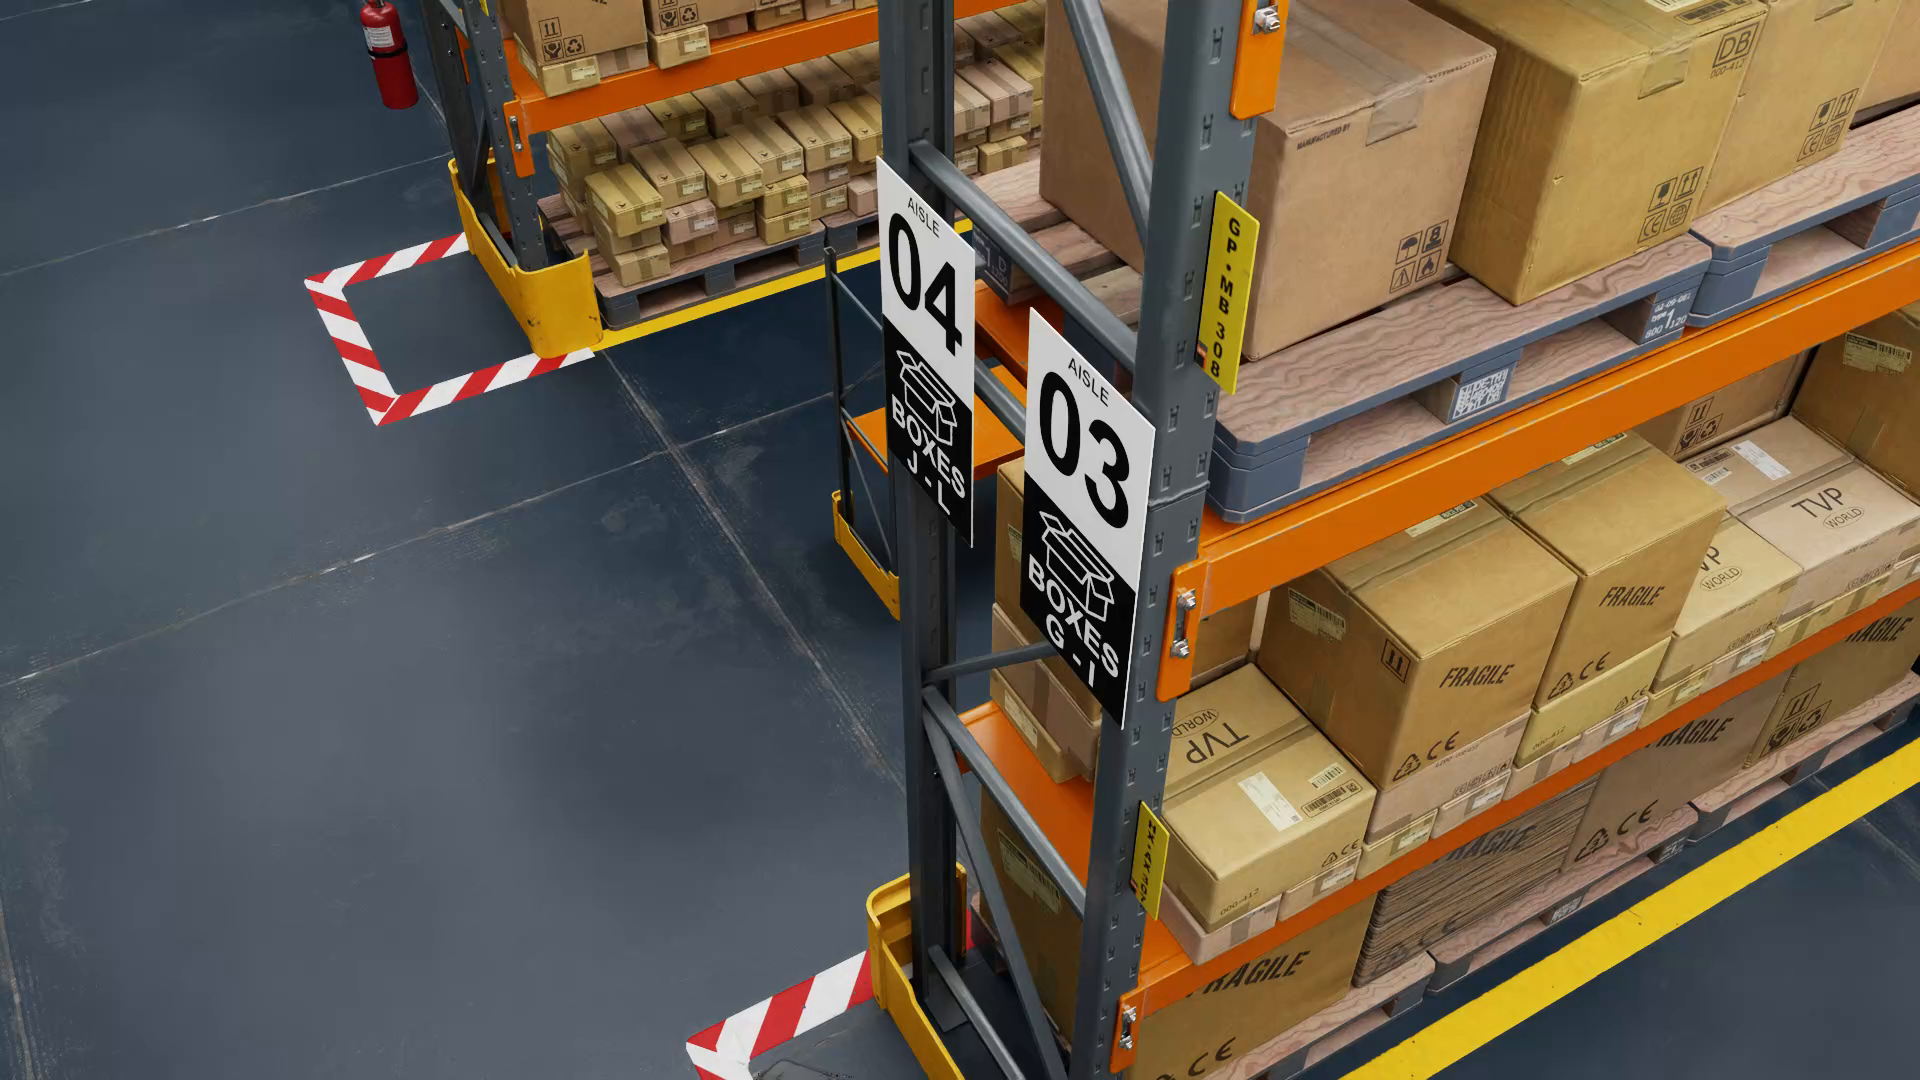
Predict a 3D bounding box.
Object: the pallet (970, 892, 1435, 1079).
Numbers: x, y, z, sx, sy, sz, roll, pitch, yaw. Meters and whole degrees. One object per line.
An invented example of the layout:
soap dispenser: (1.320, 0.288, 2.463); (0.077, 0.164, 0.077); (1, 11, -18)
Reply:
pallet: (0.795, 1.381, 5.605); (1.213, 0.211, 1.003); (-22, 48, -21)

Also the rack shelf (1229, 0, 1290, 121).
rack shelf: (1.875, -1.740, 3.315); (4.000, 0.370, 1.077); (-22, 48, -21)

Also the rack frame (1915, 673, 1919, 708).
rack frame: (3.609, -0.683, 5.730); (0.127, 3.000, 1.000); (-22, 48, -21)

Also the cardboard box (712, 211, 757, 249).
cardboard box: (-1.231, -1.672, 8.494); (0.250, 0.149, 0.380); (-21, 48, -21)

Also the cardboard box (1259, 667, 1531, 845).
cardboard box: (1.139, 0.464, 4.442); (0.500, 0.250, 0.500); (-22, 48, -21)

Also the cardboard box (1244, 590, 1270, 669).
cardboard box: (0.869, 0.148, 4.767); (0.500, 0.250, 0.500); (-23, 49, -22)

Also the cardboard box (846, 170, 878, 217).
cardboard box: (-0.522, -1.875, 8.703); (0.250, 0.149, 0.380); (-24, 49, -23)

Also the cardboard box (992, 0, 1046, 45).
cardboard box: (0.360, -2.883, 9.314); (0.250, 0.149, 0.380); (-22, 48, -21)

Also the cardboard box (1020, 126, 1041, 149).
cardboard box: (0.302, -2.311, 9.152); (0.250, 0.149, 0.380); (-23, 49, -22)

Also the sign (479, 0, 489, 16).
sign: (-1.972, -2.309, 6.783); (0.005, 0.325, 0.100); (-22, 48, -21)

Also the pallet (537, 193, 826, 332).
pallet: (-1.455, -1.612, 8.689); (1.213, 0.211, 1.003); (-22, 48, -21)

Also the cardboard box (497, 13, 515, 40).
cardboard box: (-2.101, -2.519, 7.802); (0.250, 0.149, 0.380); (-22, 48, -21)

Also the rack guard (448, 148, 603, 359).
rack guard: (-2.177, -1.455, 8.320); (0.348, 0.500, 1.175); (-22, 48, -21)

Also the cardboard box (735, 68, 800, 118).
cardboard box: (-1.041, -2.401, 8.818); (0.250, 0.149, 0.380); (-20, 48, -20)

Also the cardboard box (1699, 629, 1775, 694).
cardboard box: (2.172, 0.244, 4.954); (0.250, 0.149, 0.380); (-21, 48, -20)

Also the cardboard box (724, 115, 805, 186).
cardboard box: (-0.984, -1.958, 8.361); (0.250, 0.149, 0.380); (-24, 49, -23)

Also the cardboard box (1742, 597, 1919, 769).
cardboard box: (2.997, 0.109, 6.137); (0.875, 0.875, 0.875); (-22, 48, -21)

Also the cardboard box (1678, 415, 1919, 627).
cardboard box: (2.467, -0.066, 4.988); (0.500, 0.250, 0.500); (-21, 48, -20)

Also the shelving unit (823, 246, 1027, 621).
shelving unit: (0.066, -0.565, 6.684); (1.083, 1.500, 0.587); (-22, 48, -21)

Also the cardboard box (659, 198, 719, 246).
cardboard box: (-1.395, -1.648, 8.255); (0.250, 0.149, 0.380); (-22, 48, -21)

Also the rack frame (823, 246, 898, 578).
rack frame: (-0.367, -0.391, 6.506); (0.032, 1.500, 0.500); (-22, 48, -21)

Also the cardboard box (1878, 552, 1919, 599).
cardboard box: (2.839, -0.022, 5.228); (0.250, 0.149, 0.380); (-21, 48, -20)

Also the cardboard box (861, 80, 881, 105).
cardboard box: (-0.318, -2.257, 8.669); (0.250, 0.149, 0.380); (-22, 48, -21)

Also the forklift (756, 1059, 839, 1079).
forklift: (0.243, 2.185, 2.823); (3.031, 2.935, 1.130); (16, 46, 16)

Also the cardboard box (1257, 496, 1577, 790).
cardboard box: (1.125, 0.206, 4.169); (0.500, 0.500, 0.500); (-23, 49, -22)

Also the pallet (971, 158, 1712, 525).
pallet: (0.778, -0.604, 3.557); (1.213, 0.211, 1.003); (-22, 48, -21)

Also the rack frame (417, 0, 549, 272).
rack frame: (-2.243, -2.326, 7.422); (0.127, 3.000, 1.000); (-22, 48, -21)

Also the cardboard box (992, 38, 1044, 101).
cardboard box: (0.369, -2.528, 8.948); (0.250, 0.149, 0.380); (-20, 48, -20)

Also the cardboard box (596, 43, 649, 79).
cardboard box: (-1.599, -2.263, 7.538); (0.250, 0.149, 0.380); (-20, 48, -20)

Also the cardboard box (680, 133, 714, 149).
cardboard box: (-1.478, -2.097, 8.718); (0.250, 0.149, 0.380); (-24, 49, -23)

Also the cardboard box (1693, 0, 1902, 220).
cardboard box: (1.537, -1.138, 3.599); (0.500, 0.500, 0.700); (-25, 49, -24)

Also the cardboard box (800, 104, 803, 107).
cardboard box: (-0.804, -2.362, 8.991); (0.250, 0.149, 0.380); (-20, 47, -19)

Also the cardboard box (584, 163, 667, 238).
cardboard box: (-1.619, -1.643, 8.037); (0.250, 0.149, 0.380); (-24, 49, -23)

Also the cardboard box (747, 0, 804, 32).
cardboard box: (-0.935, -2.576, 7.860); (0.250, 0.149, 0.380); (-22, 48, -21)

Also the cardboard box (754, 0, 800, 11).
cardboard box: (-0.834, -2.821, 7.647); (0.500, 0.500, 0.500); (-21, 48, -20)

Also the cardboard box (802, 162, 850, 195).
cardboard box: (-0.768, -1.959, 8.576); (0.250, 0.149, 0.380); (-24, 49, -23)

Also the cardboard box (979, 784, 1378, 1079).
cardboard box: (0.656, 1.046, 5.172); (0.875, 0.875, 0.875); (-22, 48, -21)

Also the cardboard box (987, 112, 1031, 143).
cardboard box: (0.181, -2.314, 8.941); (0.250, 0.149, 0.380); (-21, 48, -20)

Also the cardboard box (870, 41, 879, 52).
cardboard box: (-0.311, -2.595, 9.018); (0.250, 0.149, 0.380); (-24, 49, -23)

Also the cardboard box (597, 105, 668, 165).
cardboard box: (-1.664, -2.056, 8.462); (0.250, 0.149, 0.380); (-21, 48, -20)

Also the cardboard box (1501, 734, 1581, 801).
cardboard box: (1.503, 0.513, 4.677); (0.250, 0.149, 0.380); (-23, 49, -22)

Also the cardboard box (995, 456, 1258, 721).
cardboard box: (0.432, 0.055, 4.325); (0.500, 0.500, 0.500); (-21, 48, -20)

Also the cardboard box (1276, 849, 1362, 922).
cardboard box: (0.834, 0.781, 4.401); (0.250, 0.149, 0.380); (-22, 48, -22)
